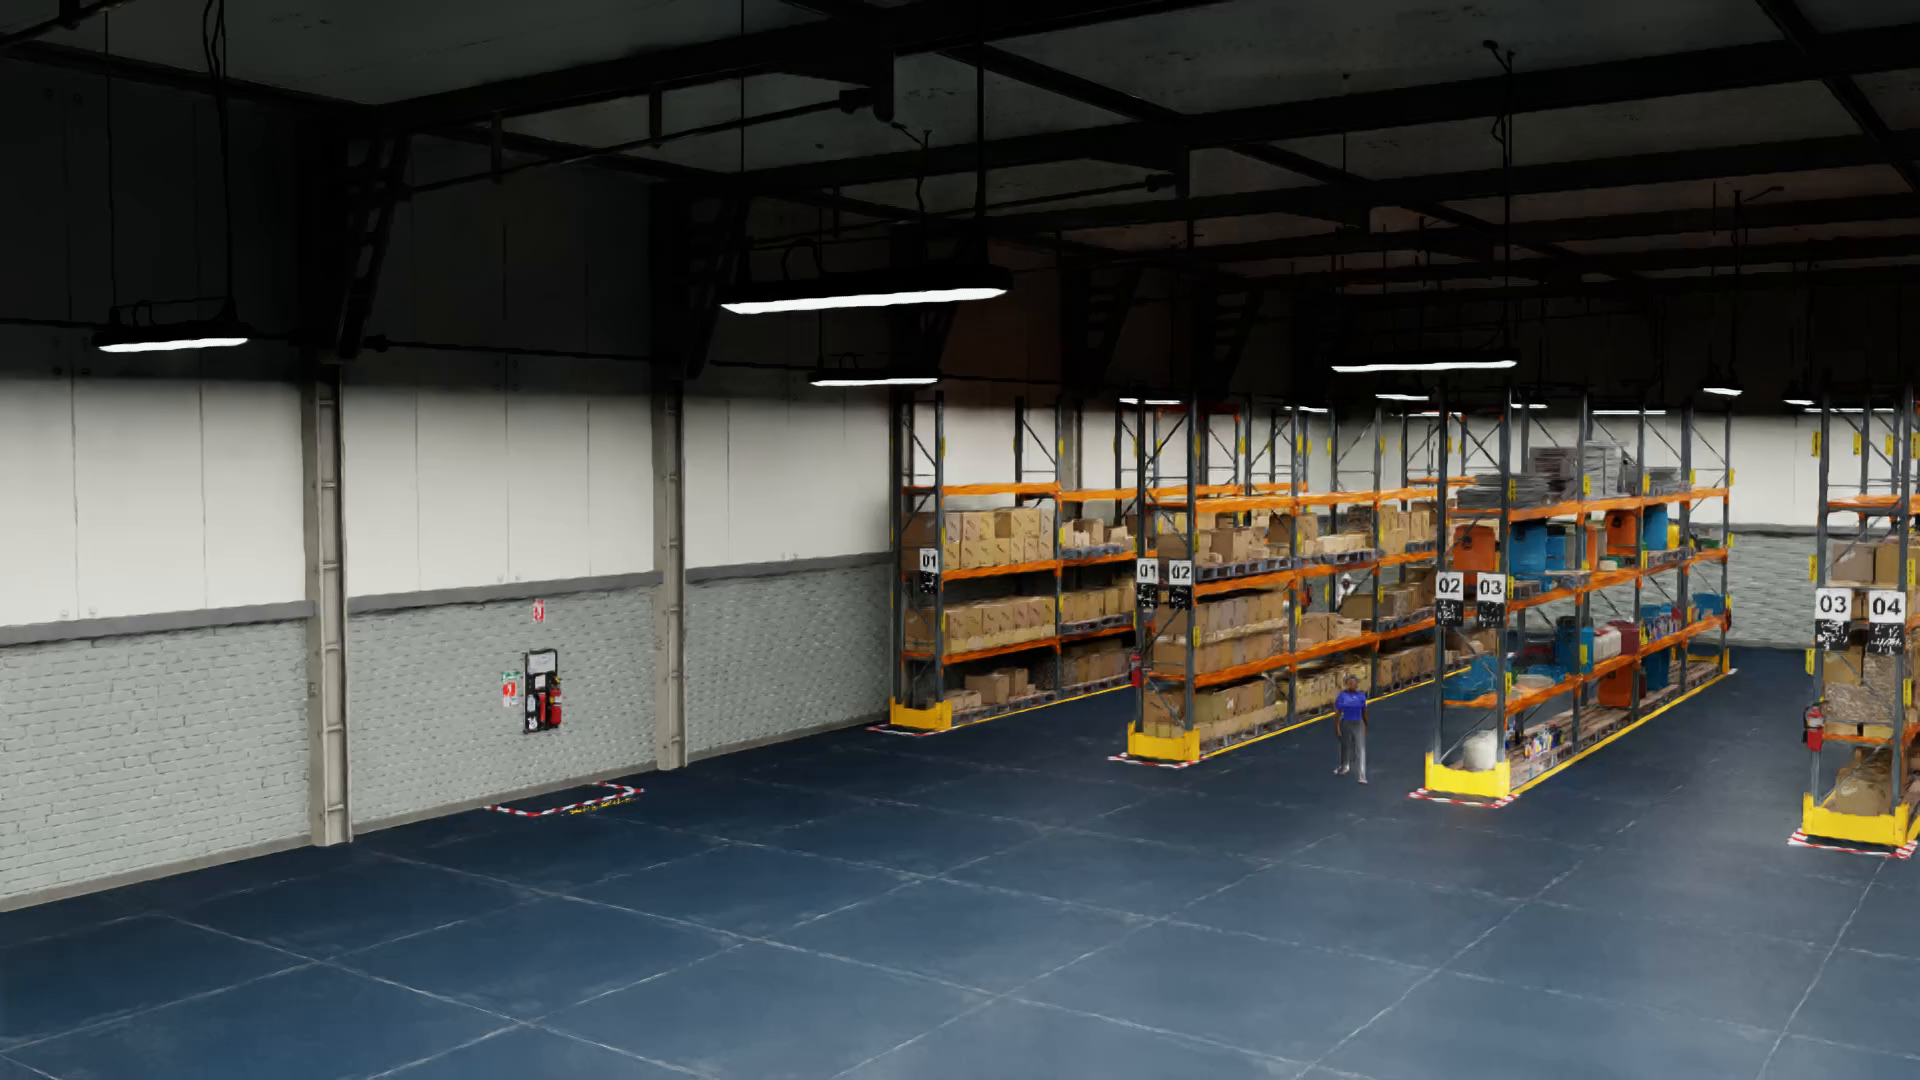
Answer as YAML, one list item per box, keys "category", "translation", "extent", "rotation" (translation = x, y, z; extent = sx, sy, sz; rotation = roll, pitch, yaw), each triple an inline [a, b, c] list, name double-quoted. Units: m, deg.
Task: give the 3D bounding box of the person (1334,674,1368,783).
- category: "person"
  translation: [5.878, 2.798, 24.958]
  extent: [0.495, 1.605, 0.940]
  rotation: [1, 3, 13]

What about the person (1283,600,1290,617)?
- category: "person"
  translation: [7.324, 2.005, 38.211]
  extent: [0.712, 1.705, 0.884]
  rotation: [3, 4, 40]

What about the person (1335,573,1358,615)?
- category: "person"
  translation: [10.051, 1.710, 43.194]
  extent: [0.679, 1.713, 0.830]
  rotation: [1, 3, 17]
